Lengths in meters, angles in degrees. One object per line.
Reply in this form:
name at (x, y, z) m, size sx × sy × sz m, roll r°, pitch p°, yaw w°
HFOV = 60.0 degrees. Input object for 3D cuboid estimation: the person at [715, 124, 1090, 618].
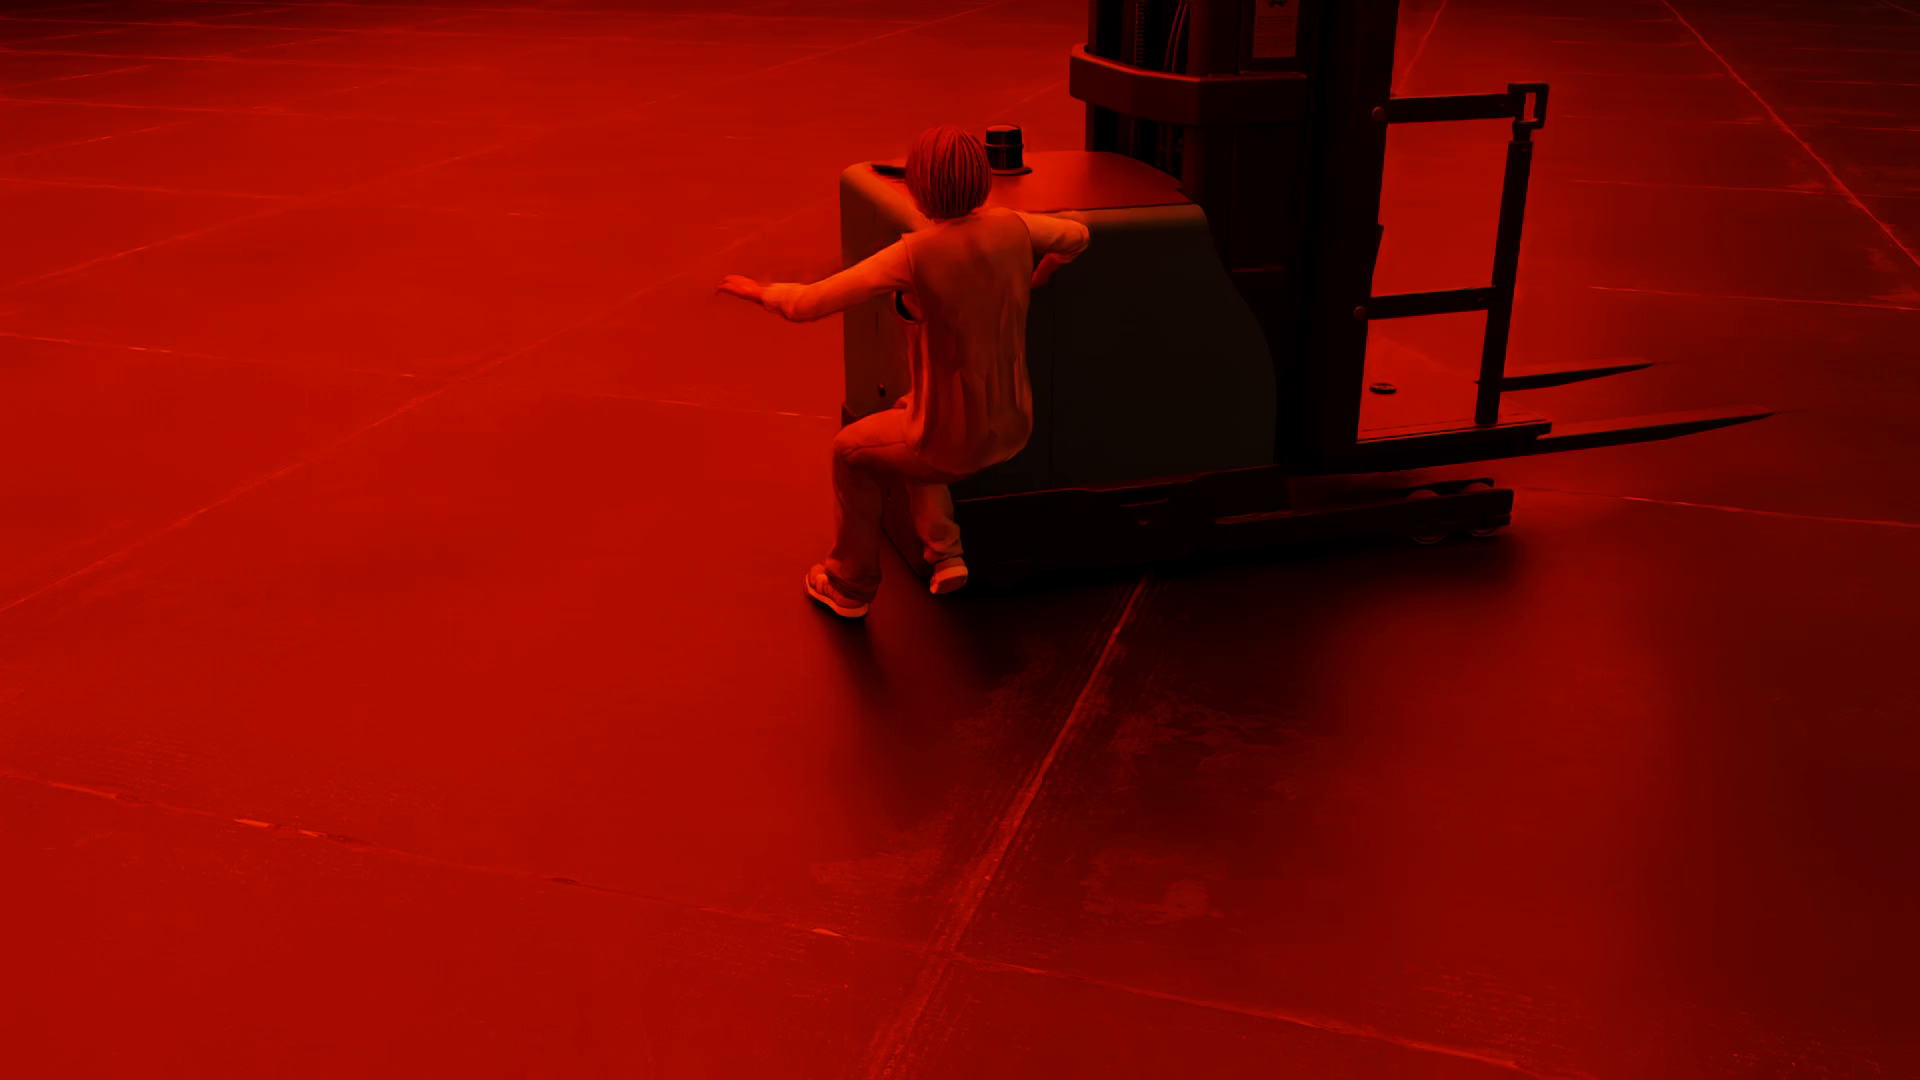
person at (-0.124, -0.414, 4.307) m, size 0.906 × 1.365 × 0.754 m, roll -20°, pitch 30°, yaw -40°

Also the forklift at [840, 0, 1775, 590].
forklift at (1.191, -1.526, 4.975) m, size 3.031 × 2.935 × 1.130 m, roll -7°, pitch 23°, yaw -16°
